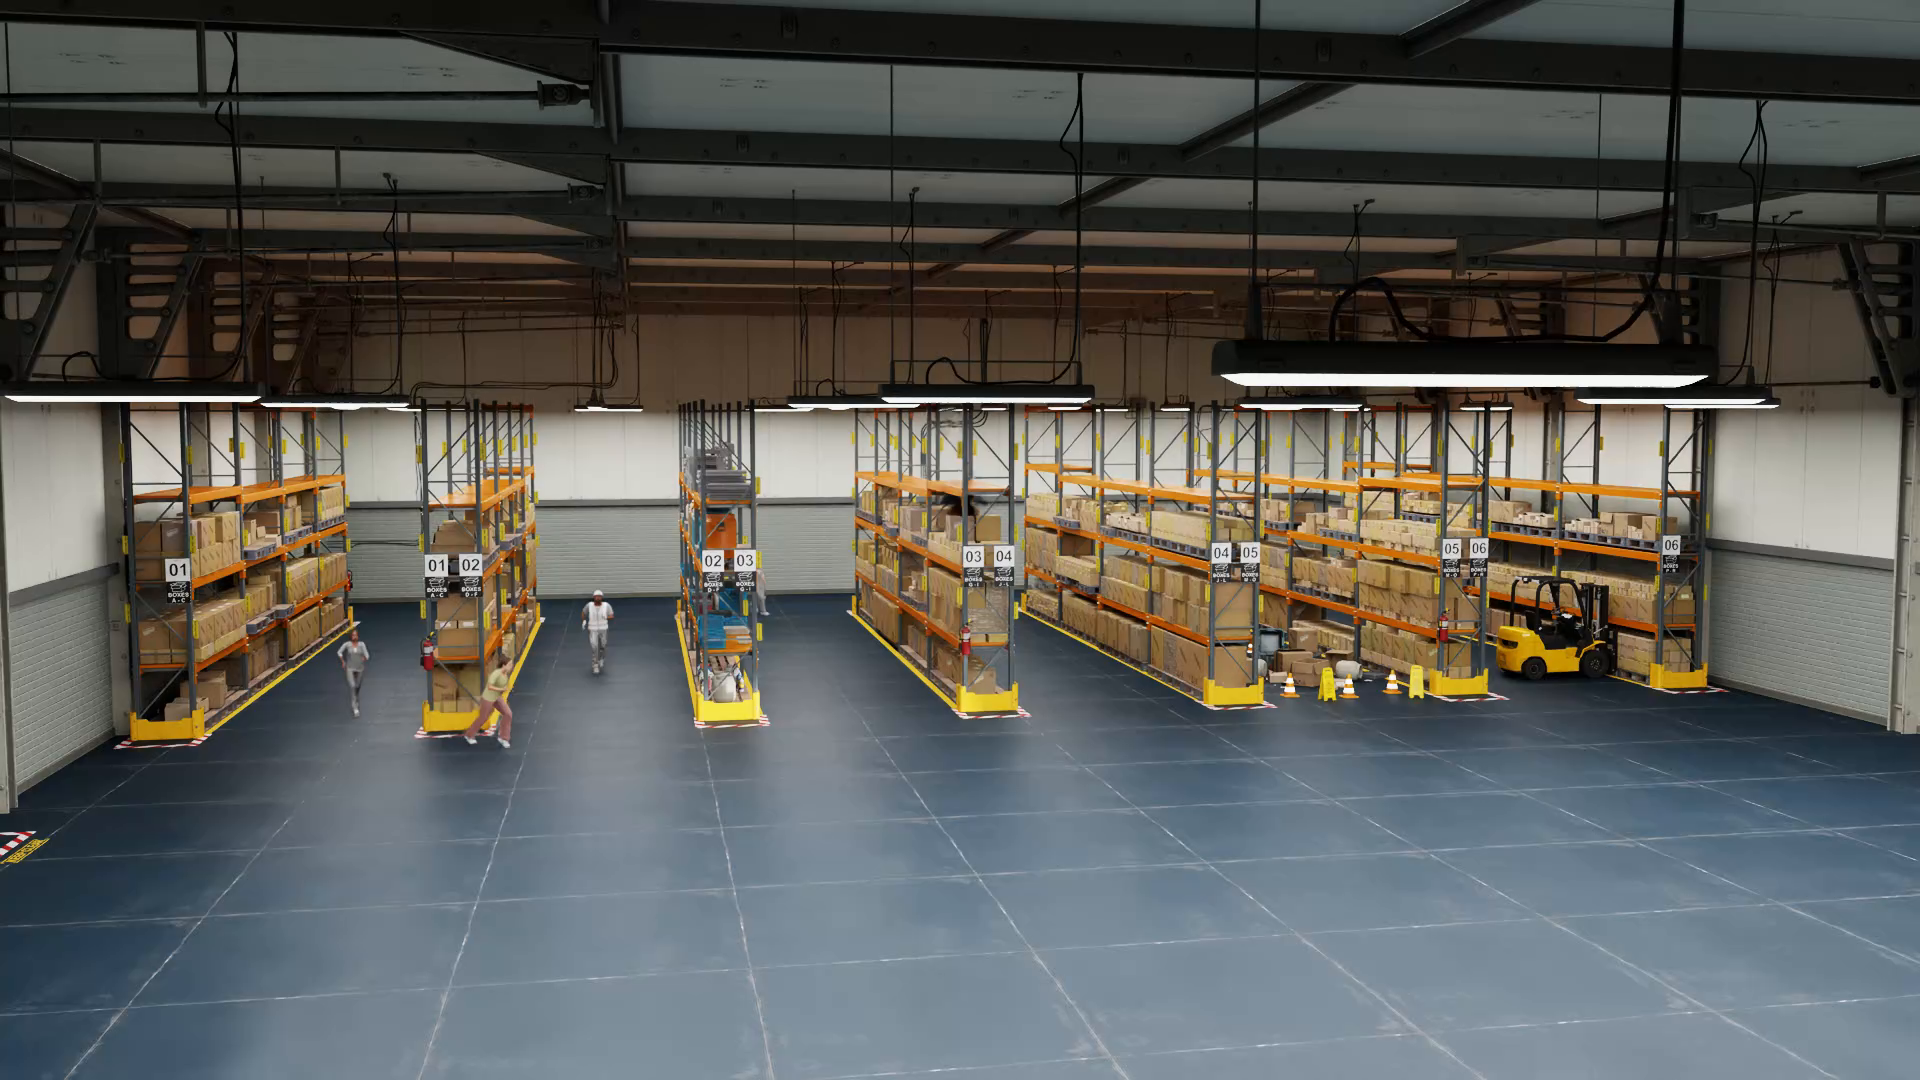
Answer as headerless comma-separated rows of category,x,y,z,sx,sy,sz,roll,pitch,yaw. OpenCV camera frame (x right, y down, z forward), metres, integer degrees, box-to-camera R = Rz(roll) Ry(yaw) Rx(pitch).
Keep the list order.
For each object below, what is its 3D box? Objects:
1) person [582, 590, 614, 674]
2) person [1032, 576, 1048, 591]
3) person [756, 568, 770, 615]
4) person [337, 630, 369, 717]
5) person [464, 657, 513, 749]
person,-8.048,2.015,36.998,0.681,1.807,0.926,-1,5,-17
person,2.442,1.111,49.824,0.869,1.791,0.711,1,4,7
person,-5.826,1.336,47.430,0.687,1.616,0.621,4,6,45
person,-11.575,2.513,31.796,0.539,1.613,0.871,-3,5,-32
person,-8.103,2.796,28.611,0.950,1.621,0.616,1,4,13
